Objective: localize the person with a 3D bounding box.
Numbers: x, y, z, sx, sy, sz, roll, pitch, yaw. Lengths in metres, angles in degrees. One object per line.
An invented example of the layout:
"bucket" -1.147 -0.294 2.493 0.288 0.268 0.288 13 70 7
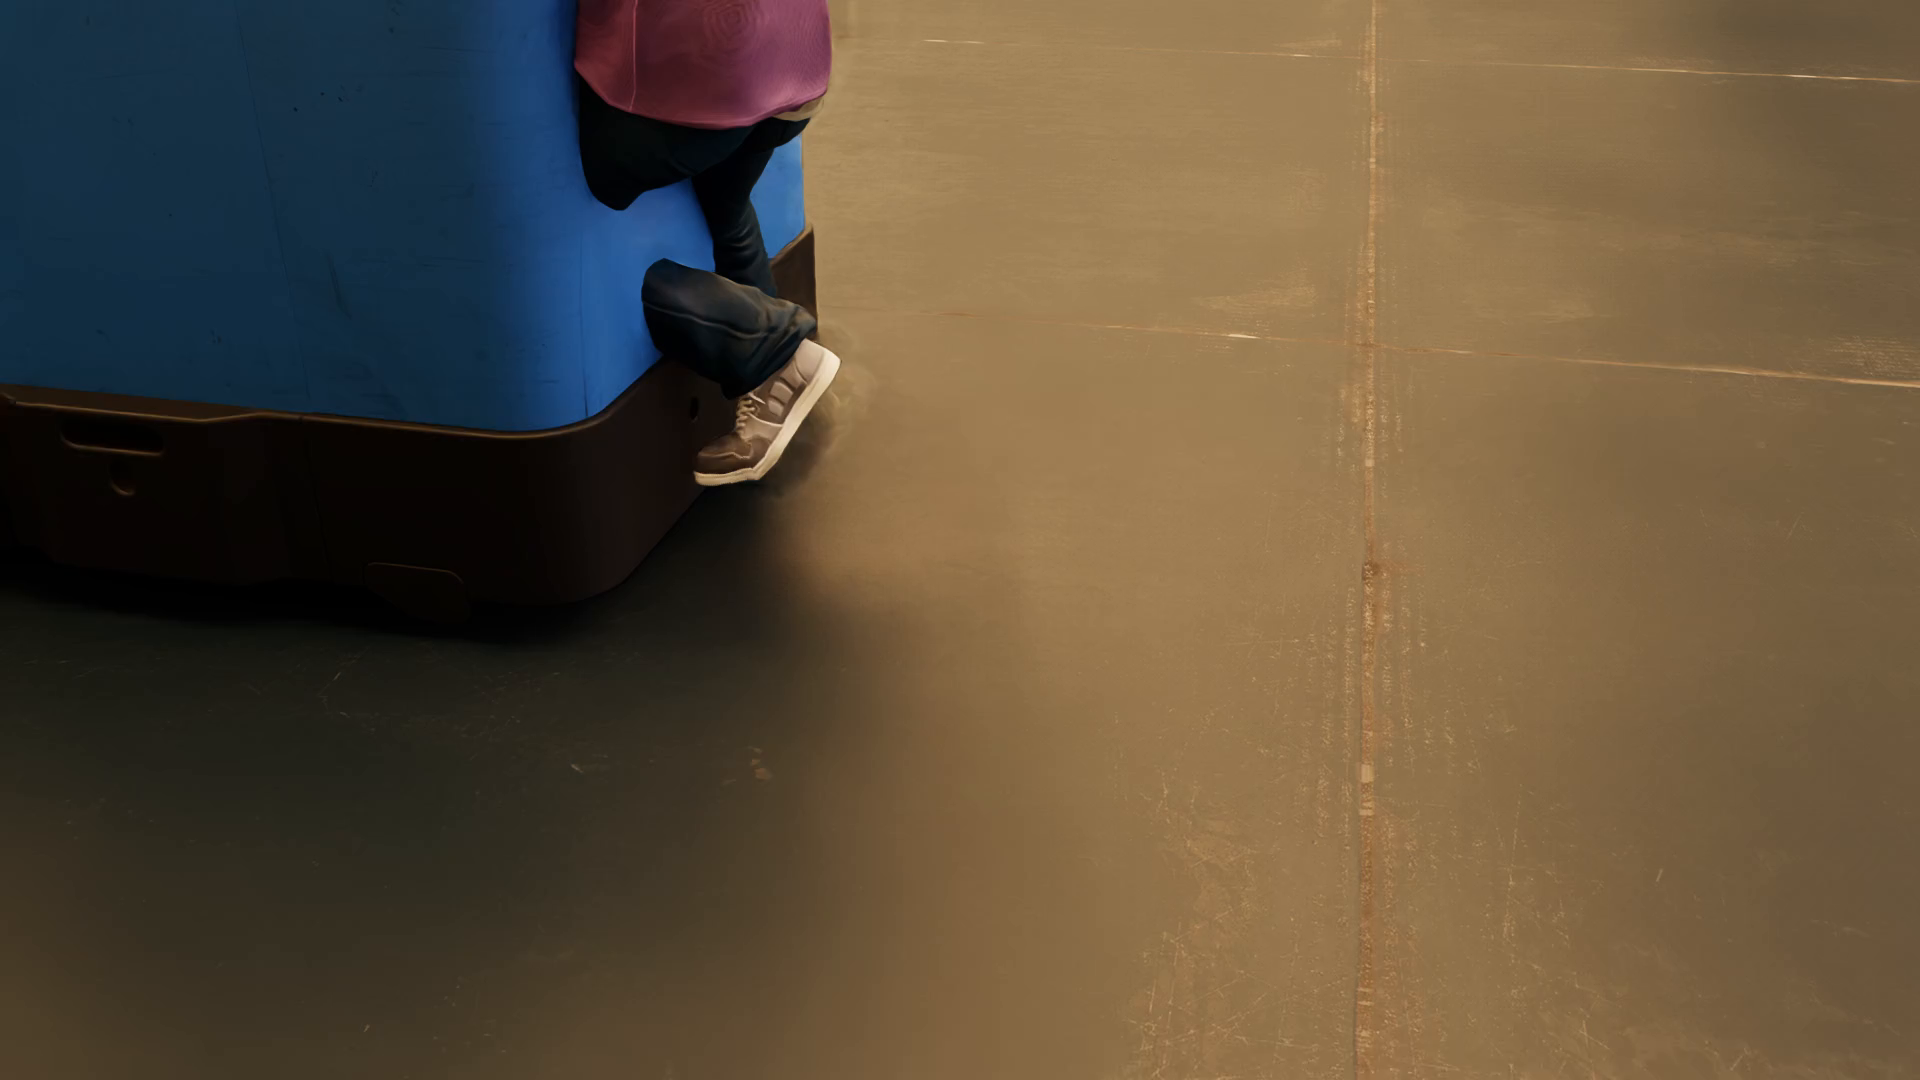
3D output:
"person" -0.400 -0.683 2.200 0.587 1.478 0.660 14 30 25

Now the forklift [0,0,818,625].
"forklift" -1.827 -1.533 2.284 3.031 2.935 1.130 6 27 12
